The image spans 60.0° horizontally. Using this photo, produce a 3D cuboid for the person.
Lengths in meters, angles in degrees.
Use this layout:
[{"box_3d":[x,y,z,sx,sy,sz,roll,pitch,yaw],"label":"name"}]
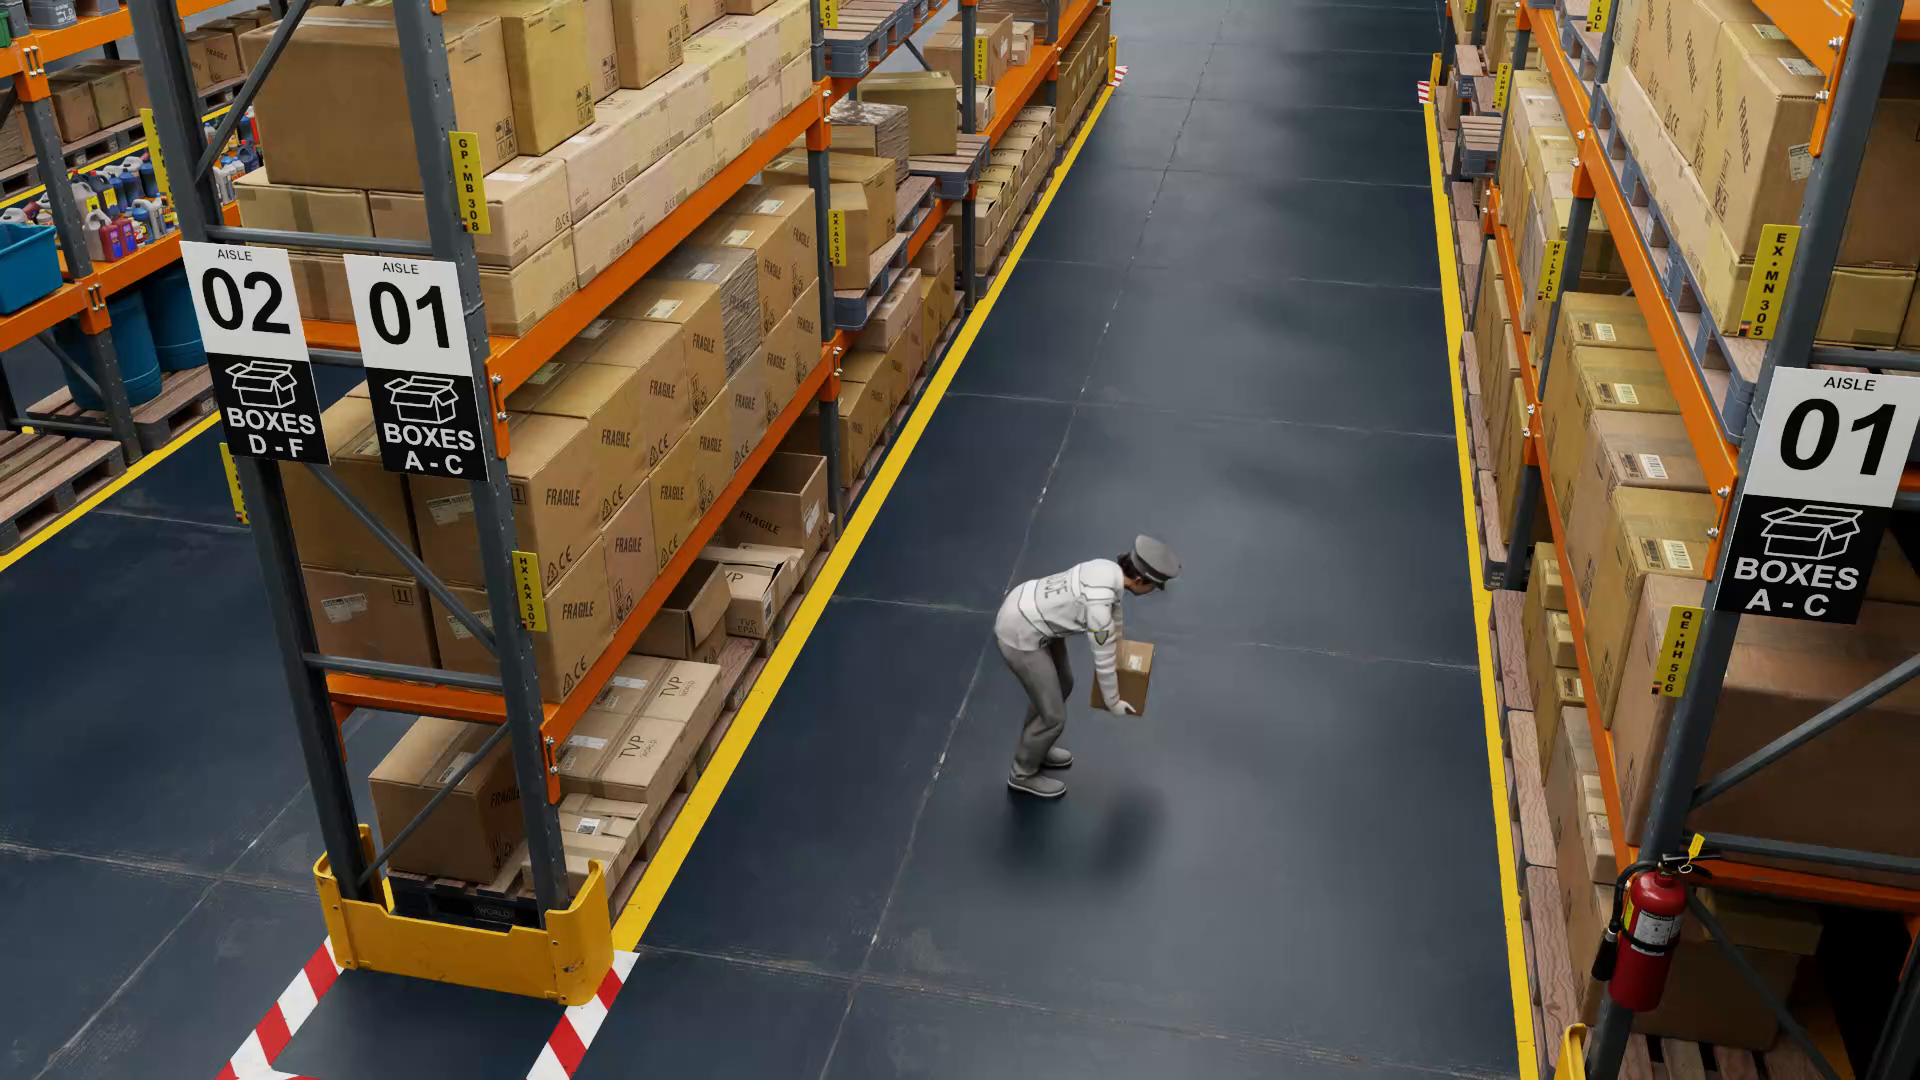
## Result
[{"box_3d":[0.587,0.584,7.876,0.848,1.359,0.423,5,29,9],"label":"person"}]
